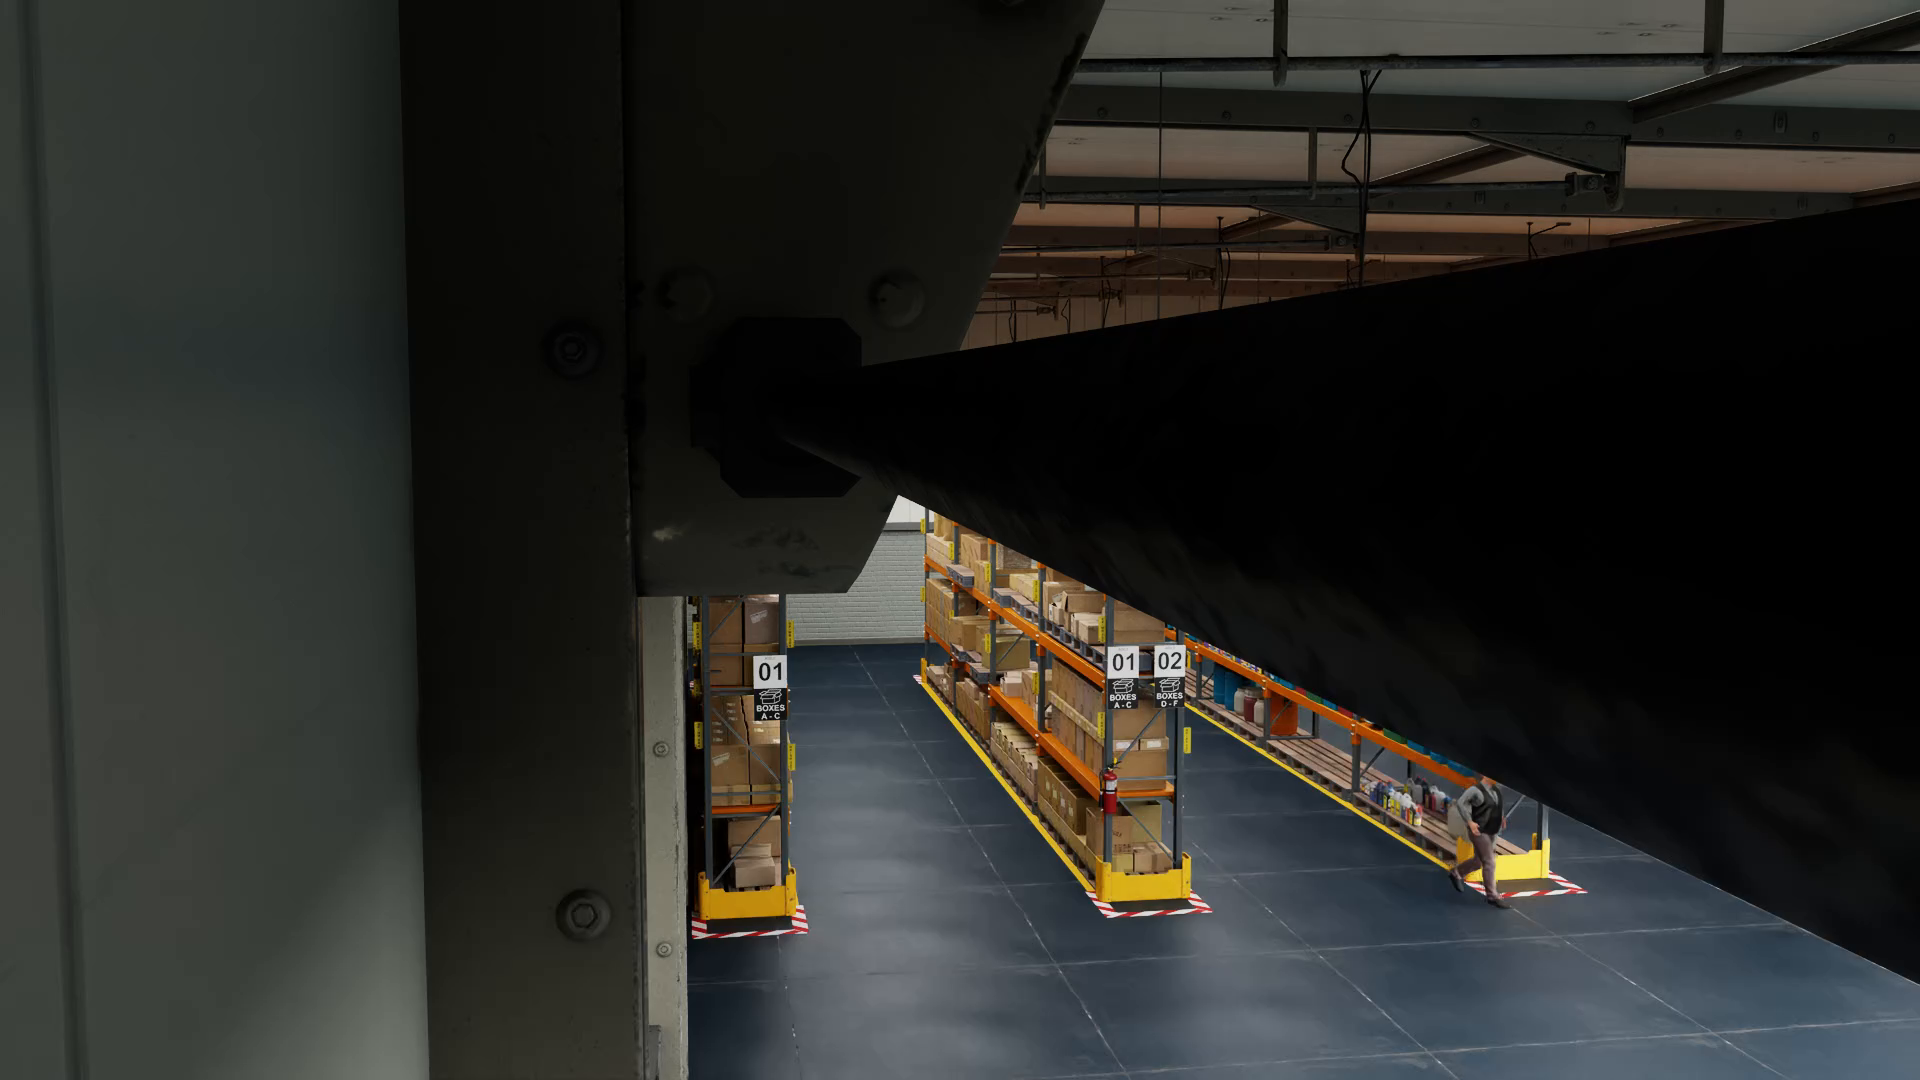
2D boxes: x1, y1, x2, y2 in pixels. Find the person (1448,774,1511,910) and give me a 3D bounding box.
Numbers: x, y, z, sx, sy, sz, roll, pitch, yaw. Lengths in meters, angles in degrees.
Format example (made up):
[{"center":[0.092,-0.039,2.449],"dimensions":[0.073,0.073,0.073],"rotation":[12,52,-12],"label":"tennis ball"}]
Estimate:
[{"center":[6.514,3.649,20.730],"dimensions":[0.658,1.720,0.915],"rotation":[-5,7,-42],"label":"person"}]
